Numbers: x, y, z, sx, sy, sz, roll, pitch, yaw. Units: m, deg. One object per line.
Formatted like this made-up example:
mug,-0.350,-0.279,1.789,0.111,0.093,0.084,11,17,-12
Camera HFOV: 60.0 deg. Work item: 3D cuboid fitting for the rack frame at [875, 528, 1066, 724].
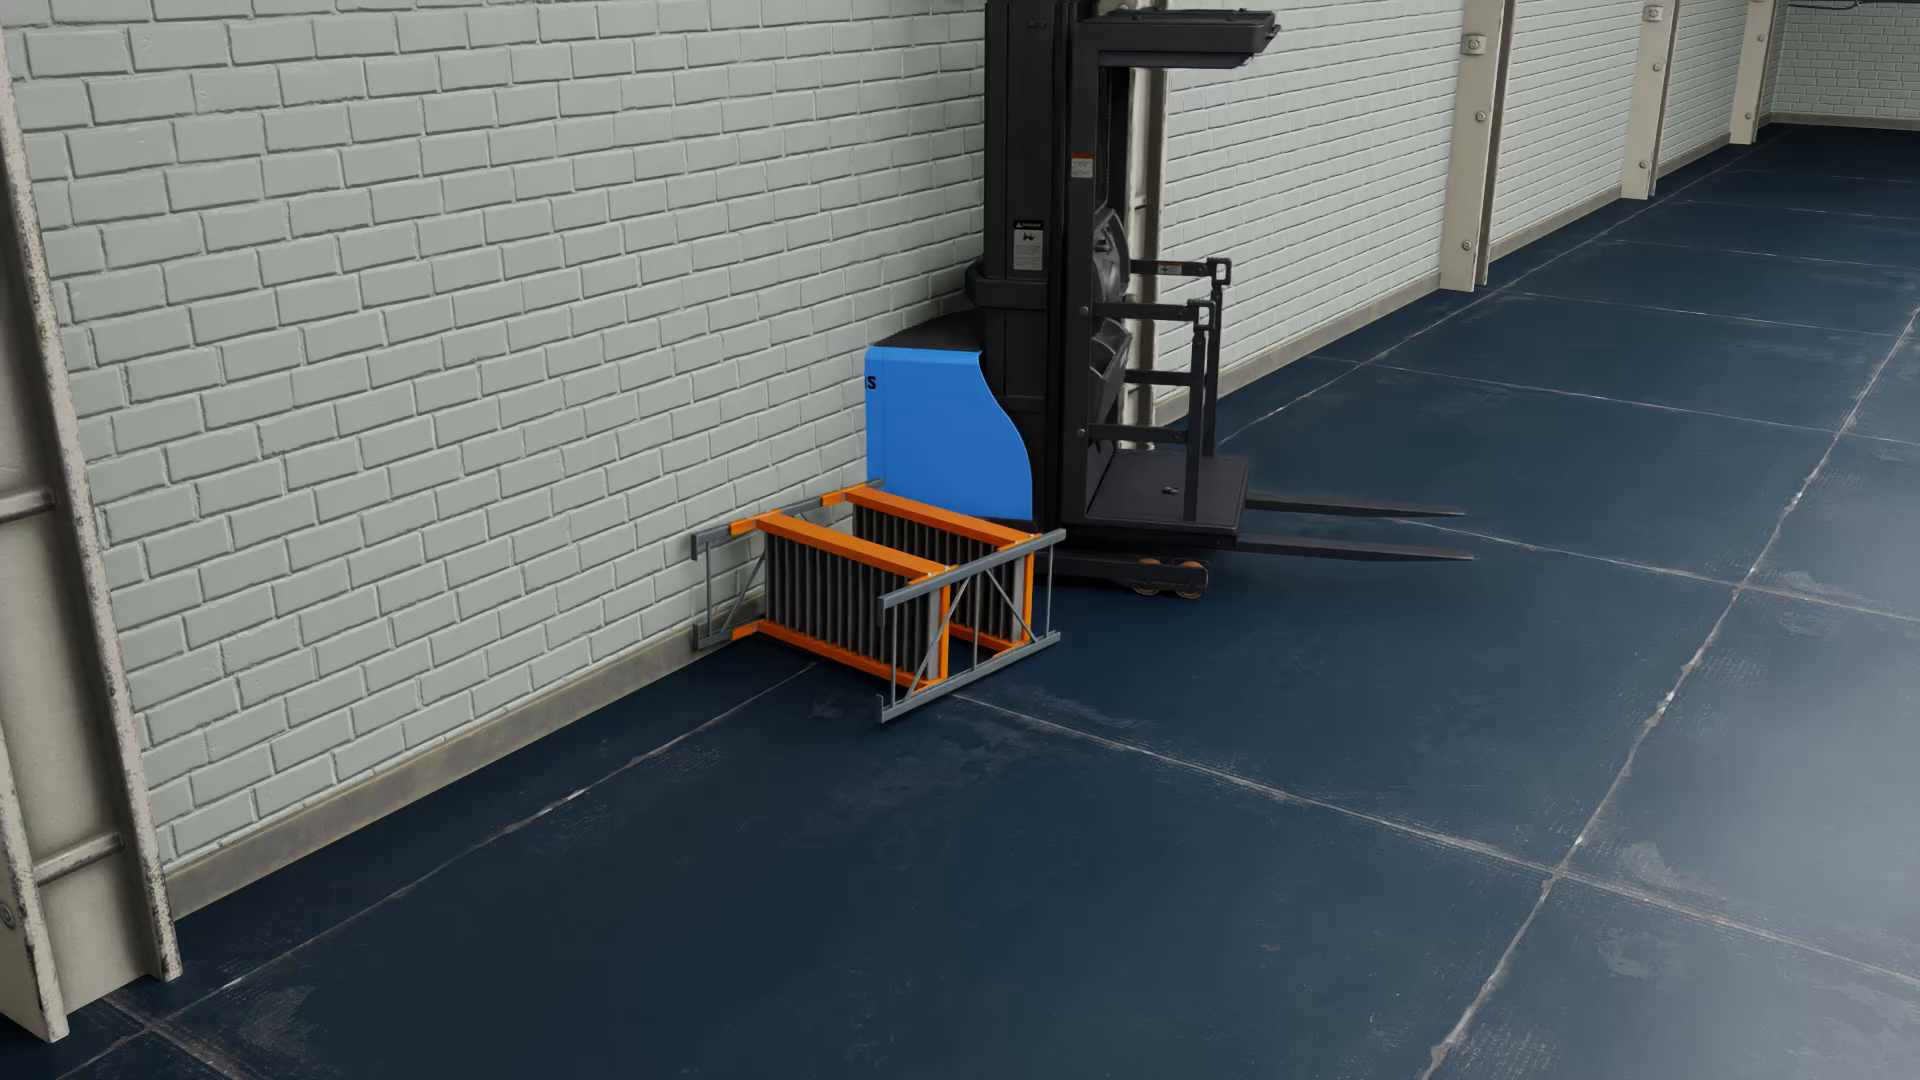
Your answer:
rack frame,0.061,0.319,6.575,0.032,0.500,1.125,17,24,37

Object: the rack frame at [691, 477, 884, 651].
rack frame,-0.721,0.085,7.181,0.032,0.500,1.125,17,24,37

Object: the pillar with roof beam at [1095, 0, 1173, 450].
pillar with roof beam,4.431,-3.813,5.601,9.100,9.000,0.400,13,24,32

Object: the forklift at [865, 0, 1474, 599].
forklift,0.881,-1.310,7.583,3.031,2.935,1.130,4,21,12

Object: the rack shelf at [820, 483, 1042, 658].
rack shelf,-0.143,0.135,7.093,1.000,0.538,0.278,17,24,37

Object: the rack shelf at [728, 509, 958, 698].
rack shelf,-0.486,0.259,6.699,1.000,0.538,0.278,17,24,37

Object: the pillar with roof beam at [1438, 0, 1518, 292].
pillar with roof beam,7.804,-5.534,10.255,9.100,9.000,0.400,13,24,32

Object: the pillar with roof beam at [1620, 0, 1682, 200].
pillar with roof beam,11.177,-7.256,14.909,9.100,9.000,0.400,13,24,32

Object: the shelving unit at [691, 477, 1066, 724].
shelving unit,-0.330,0.202,6.878,1.048,0.538,1.125,17,24,37

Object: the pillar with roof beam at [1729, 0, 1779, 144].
pillar with roof beam,14.550,-8.977,19.563,9.100,9.000,0.400,13,24,32

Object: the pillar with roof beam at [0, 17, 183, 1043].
pillar with roof beam,1.059,-2.091,0.947,9.100,9.000,0.400,13,24,32

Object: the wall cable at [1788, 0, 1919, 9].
wall cable,13.739,-8.948,23.959,3.097,2.526,0.112,13,24,32
